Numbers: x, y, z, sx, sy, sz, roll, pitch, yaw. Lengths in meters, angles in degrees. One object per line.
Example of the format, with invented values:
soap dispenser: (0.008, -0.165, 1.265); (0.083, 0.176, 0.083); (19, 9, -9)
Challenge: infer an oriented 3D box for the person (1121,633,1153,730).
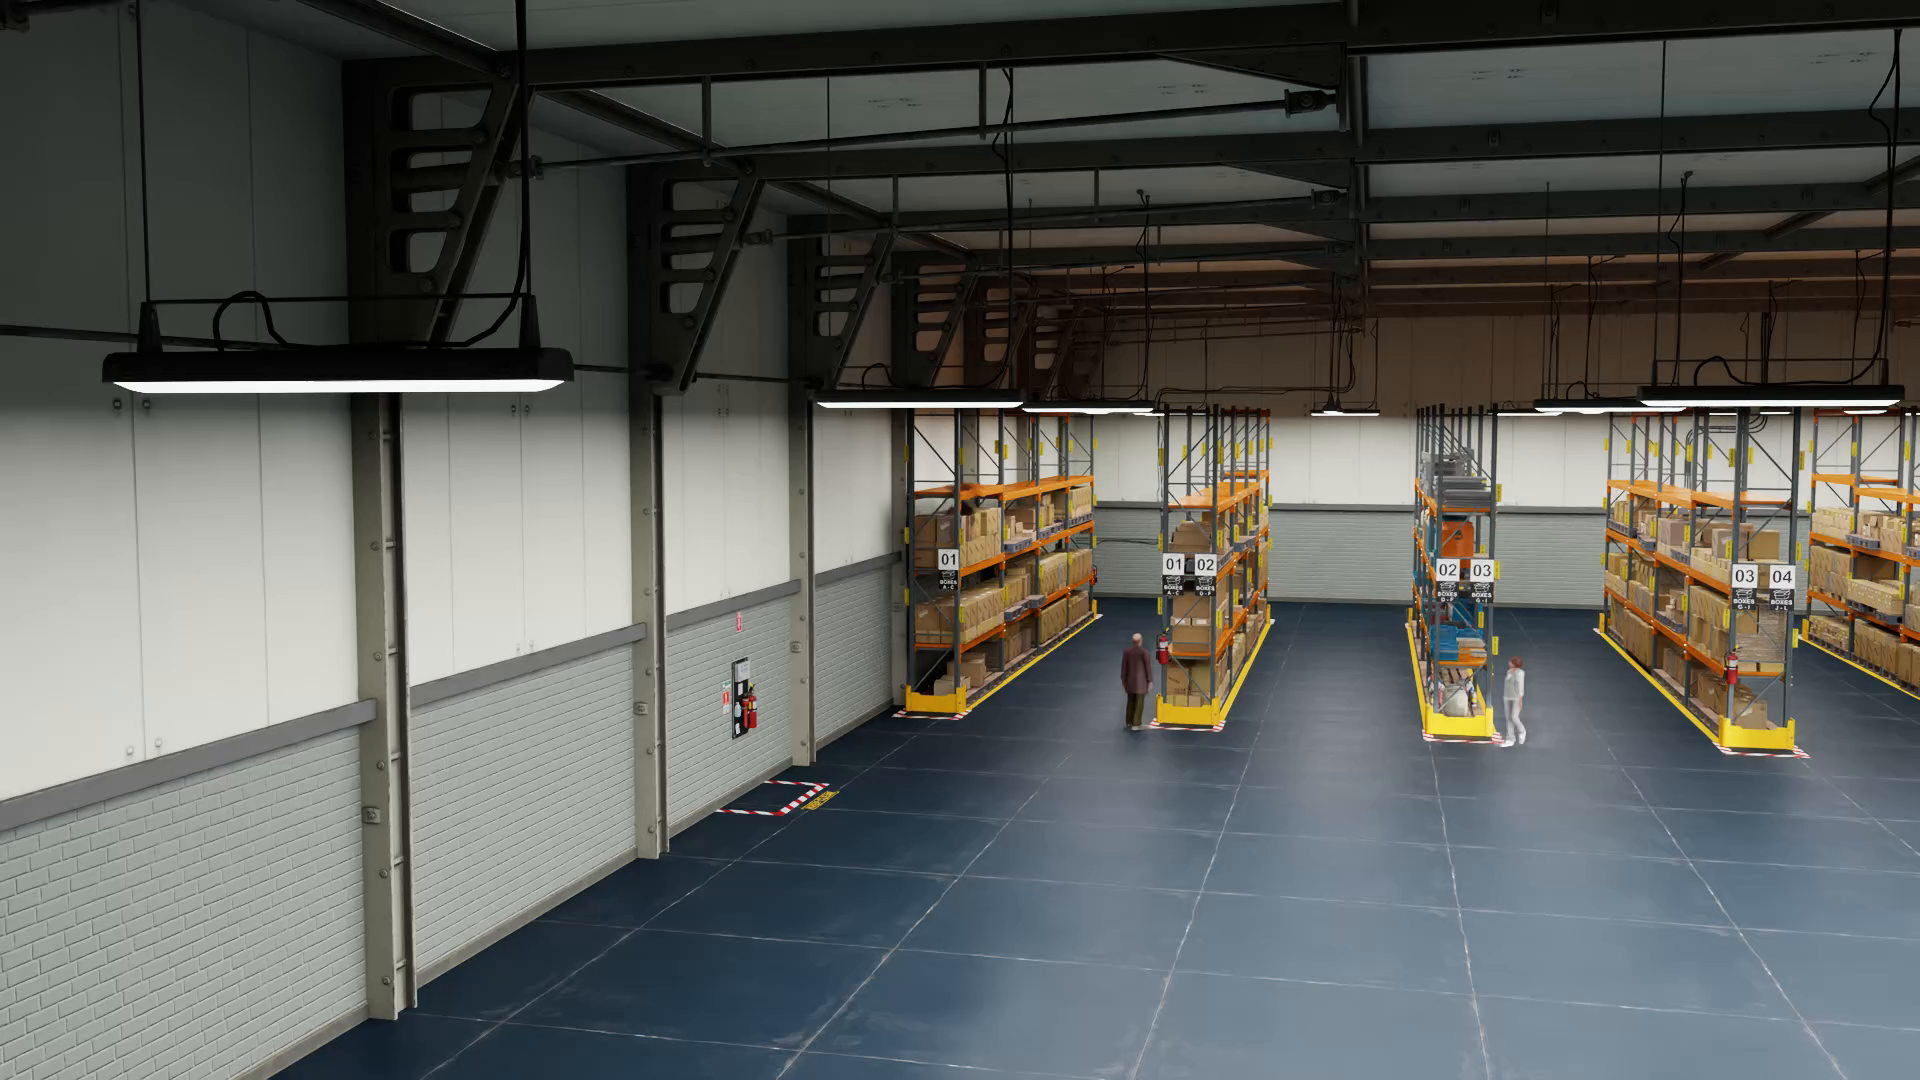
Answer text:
person: (3.313, 2.616, 30.695); (0.666, 1.813, 0.519); (3, 5, 38)

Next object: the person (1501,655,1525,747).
person: (9.649, 2.850, 28.958); (0.441, 1.501, 0.415); (-3, 5, -36)
